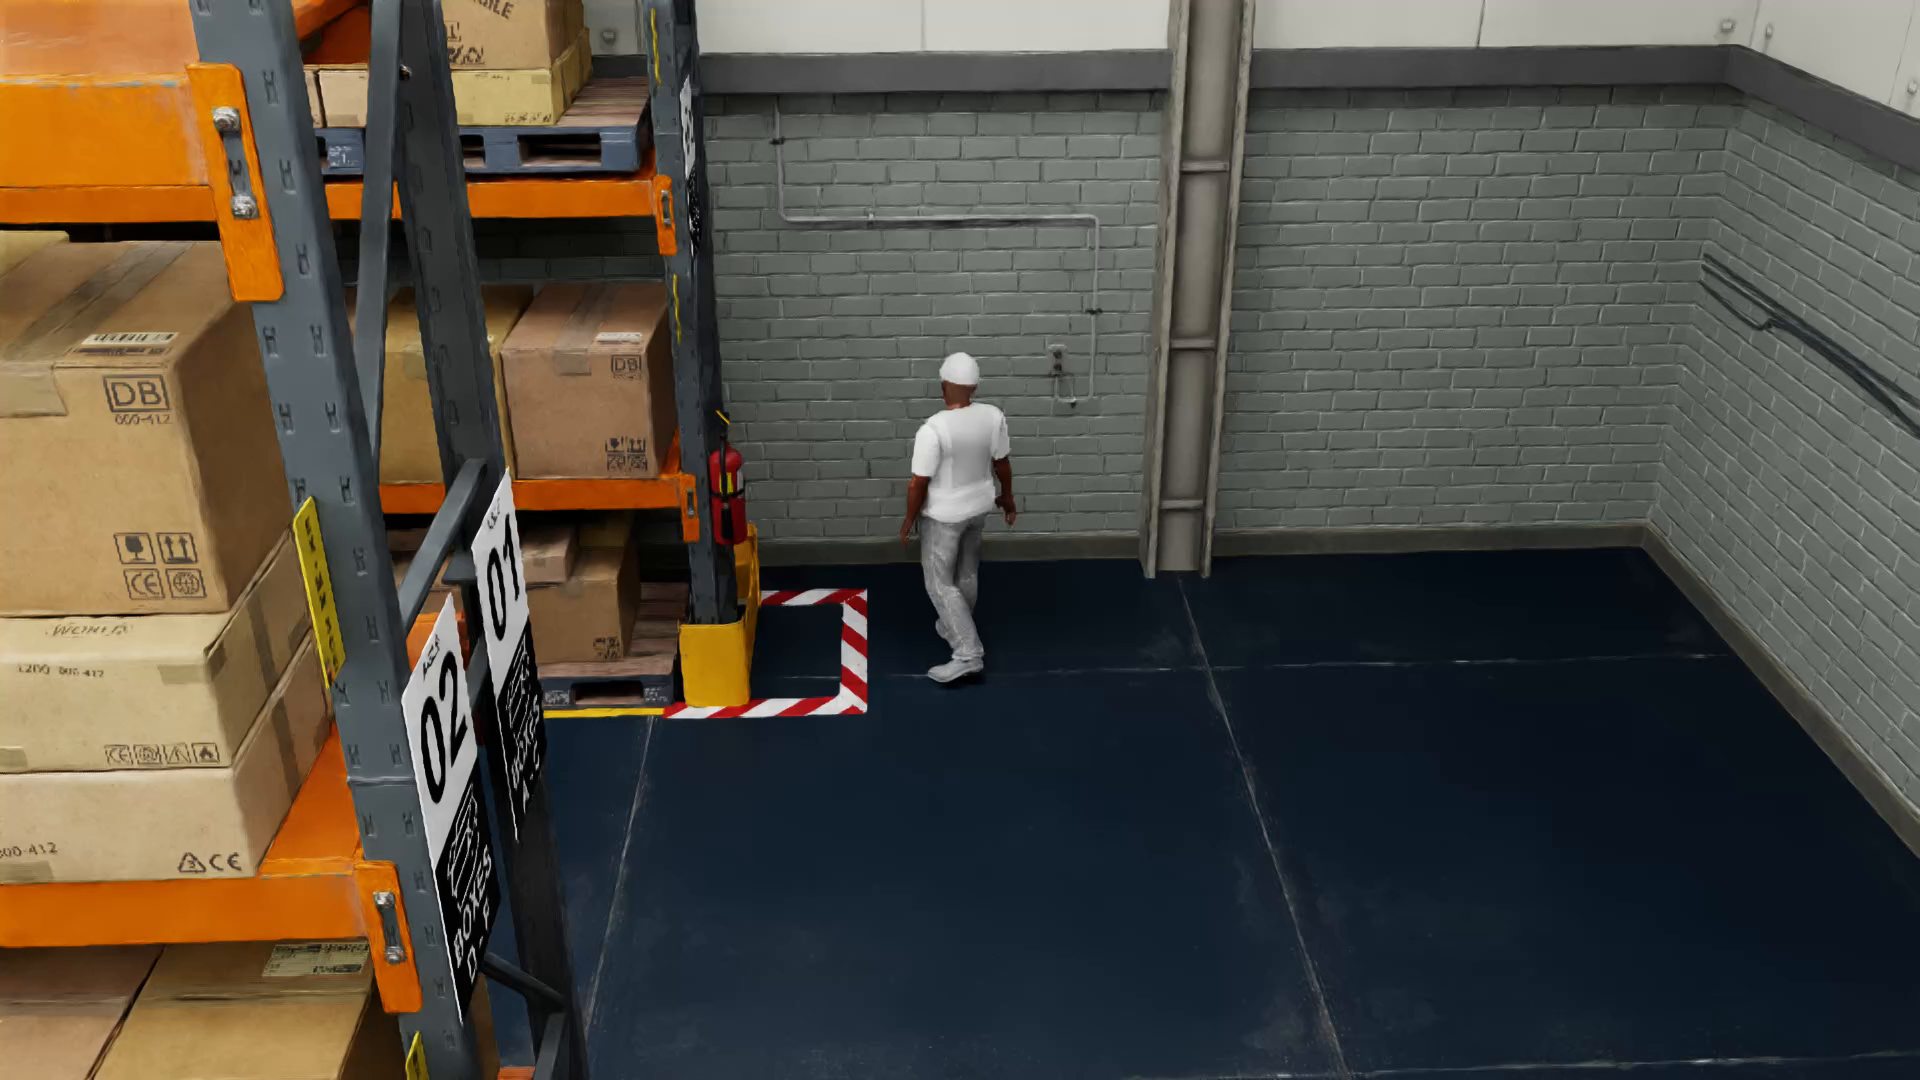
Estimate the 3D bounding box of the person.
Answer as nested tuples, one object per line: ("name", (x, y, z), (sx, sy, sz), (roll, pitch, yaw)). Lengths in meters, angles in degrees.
("person", (0.016, -0.152, 8.882), (0.708, 1.766, 0.645), (-19, 33, -33))
